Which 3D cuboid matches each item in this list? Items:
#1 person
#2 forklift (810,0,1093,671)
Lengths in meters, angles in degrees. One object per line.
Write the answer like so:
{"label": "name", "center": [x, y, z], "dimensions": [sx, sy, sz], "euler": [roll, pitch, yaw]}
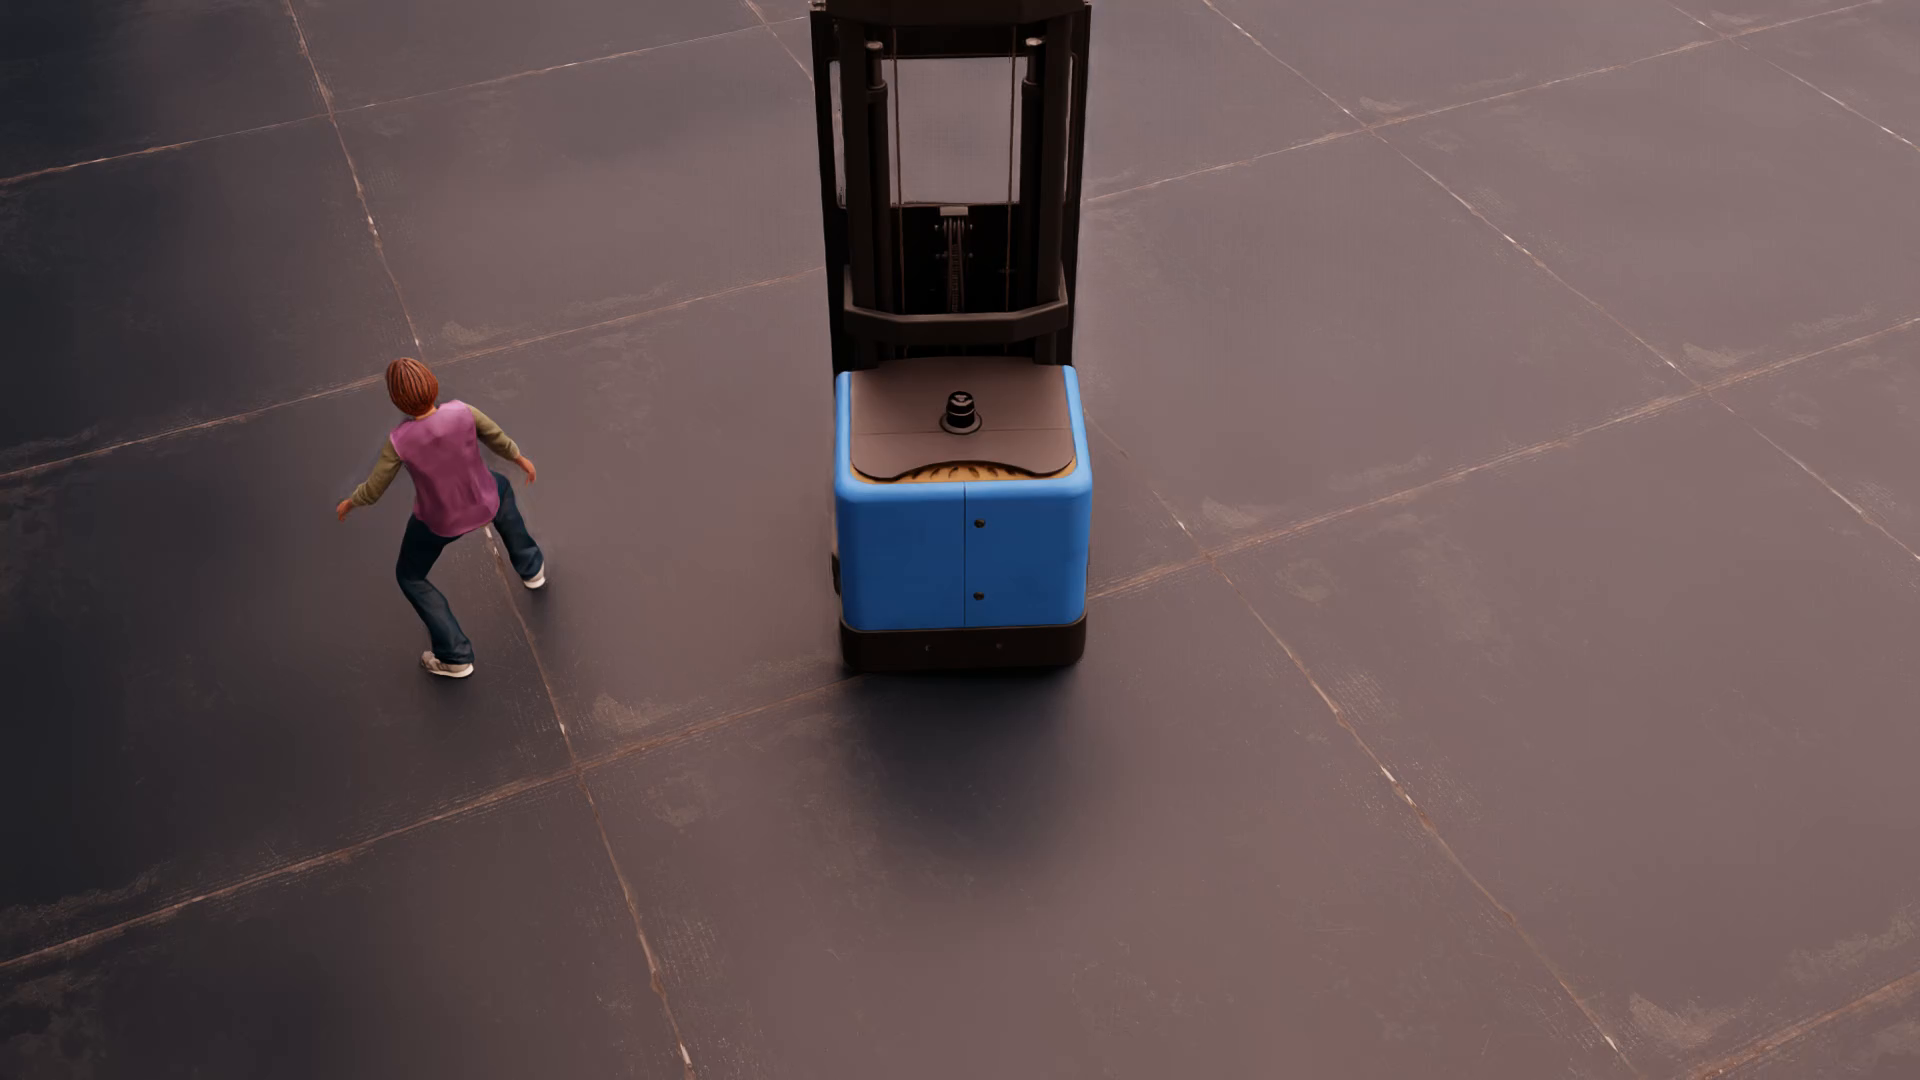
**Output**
{"label": "person", "center": [-2.151, -0.161, 6.941], "dimensions": [0.811, 1.481, 0.607], "euler": [-24, 48, -23]}
{"label": "forklift", "center": [-0.049, -1.501, 7.288], "dimensions": [1.130, 2.935, 3.031], "euler": [-2, 43, -2]}
